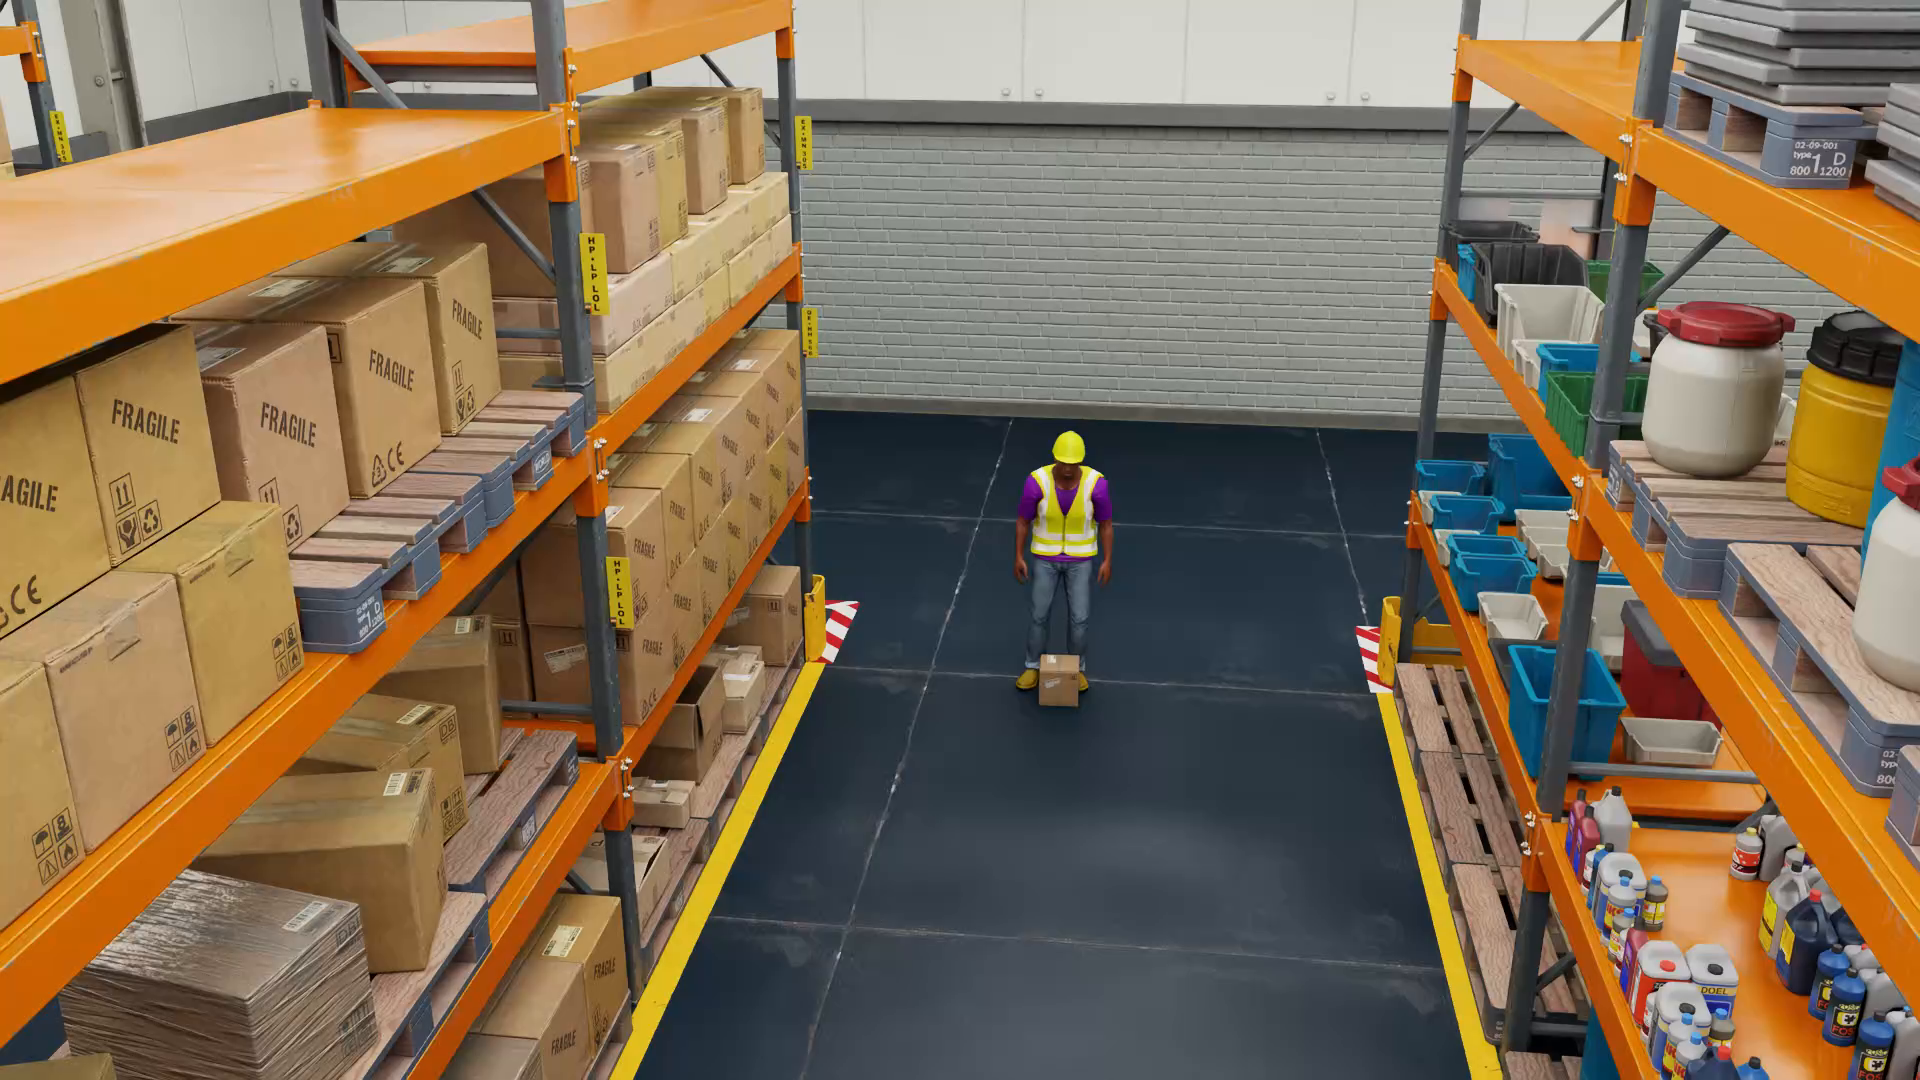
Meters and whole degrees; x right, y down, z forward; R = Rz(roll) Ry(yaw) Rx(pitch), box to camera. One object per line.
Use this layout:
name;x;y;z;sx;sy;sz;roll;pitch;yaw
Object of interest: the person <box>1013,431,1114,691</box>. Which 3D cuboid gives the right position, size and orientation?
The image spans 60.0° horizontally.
person;0.665;0.129;10.725;0.637;1.757;0.460;2;21;5
